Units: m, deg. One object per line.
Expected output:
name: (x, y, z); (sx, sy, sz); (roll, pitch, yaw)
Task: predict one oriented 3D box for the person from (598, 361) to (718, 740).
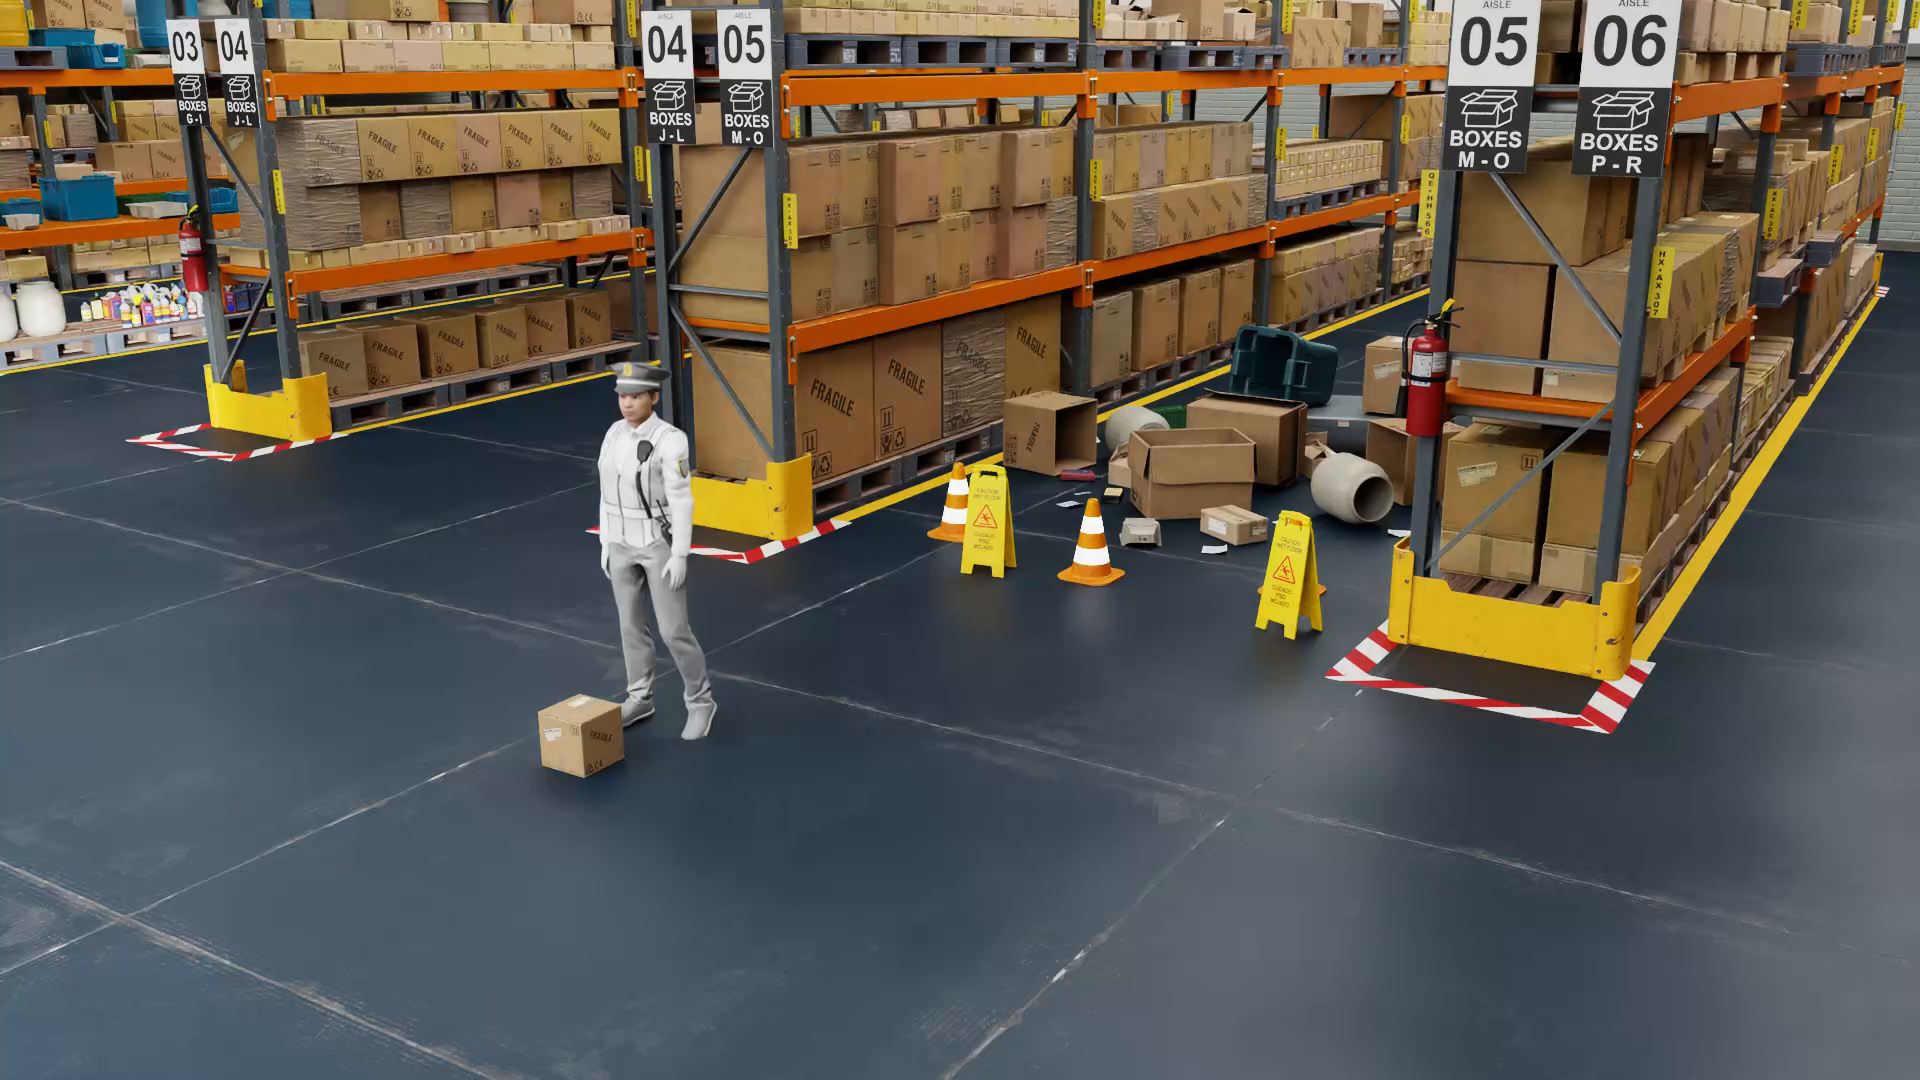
person: (-1.369, 0.058, 7.362); (0.510, 1.740, 0.399); (10, 19, 31)
